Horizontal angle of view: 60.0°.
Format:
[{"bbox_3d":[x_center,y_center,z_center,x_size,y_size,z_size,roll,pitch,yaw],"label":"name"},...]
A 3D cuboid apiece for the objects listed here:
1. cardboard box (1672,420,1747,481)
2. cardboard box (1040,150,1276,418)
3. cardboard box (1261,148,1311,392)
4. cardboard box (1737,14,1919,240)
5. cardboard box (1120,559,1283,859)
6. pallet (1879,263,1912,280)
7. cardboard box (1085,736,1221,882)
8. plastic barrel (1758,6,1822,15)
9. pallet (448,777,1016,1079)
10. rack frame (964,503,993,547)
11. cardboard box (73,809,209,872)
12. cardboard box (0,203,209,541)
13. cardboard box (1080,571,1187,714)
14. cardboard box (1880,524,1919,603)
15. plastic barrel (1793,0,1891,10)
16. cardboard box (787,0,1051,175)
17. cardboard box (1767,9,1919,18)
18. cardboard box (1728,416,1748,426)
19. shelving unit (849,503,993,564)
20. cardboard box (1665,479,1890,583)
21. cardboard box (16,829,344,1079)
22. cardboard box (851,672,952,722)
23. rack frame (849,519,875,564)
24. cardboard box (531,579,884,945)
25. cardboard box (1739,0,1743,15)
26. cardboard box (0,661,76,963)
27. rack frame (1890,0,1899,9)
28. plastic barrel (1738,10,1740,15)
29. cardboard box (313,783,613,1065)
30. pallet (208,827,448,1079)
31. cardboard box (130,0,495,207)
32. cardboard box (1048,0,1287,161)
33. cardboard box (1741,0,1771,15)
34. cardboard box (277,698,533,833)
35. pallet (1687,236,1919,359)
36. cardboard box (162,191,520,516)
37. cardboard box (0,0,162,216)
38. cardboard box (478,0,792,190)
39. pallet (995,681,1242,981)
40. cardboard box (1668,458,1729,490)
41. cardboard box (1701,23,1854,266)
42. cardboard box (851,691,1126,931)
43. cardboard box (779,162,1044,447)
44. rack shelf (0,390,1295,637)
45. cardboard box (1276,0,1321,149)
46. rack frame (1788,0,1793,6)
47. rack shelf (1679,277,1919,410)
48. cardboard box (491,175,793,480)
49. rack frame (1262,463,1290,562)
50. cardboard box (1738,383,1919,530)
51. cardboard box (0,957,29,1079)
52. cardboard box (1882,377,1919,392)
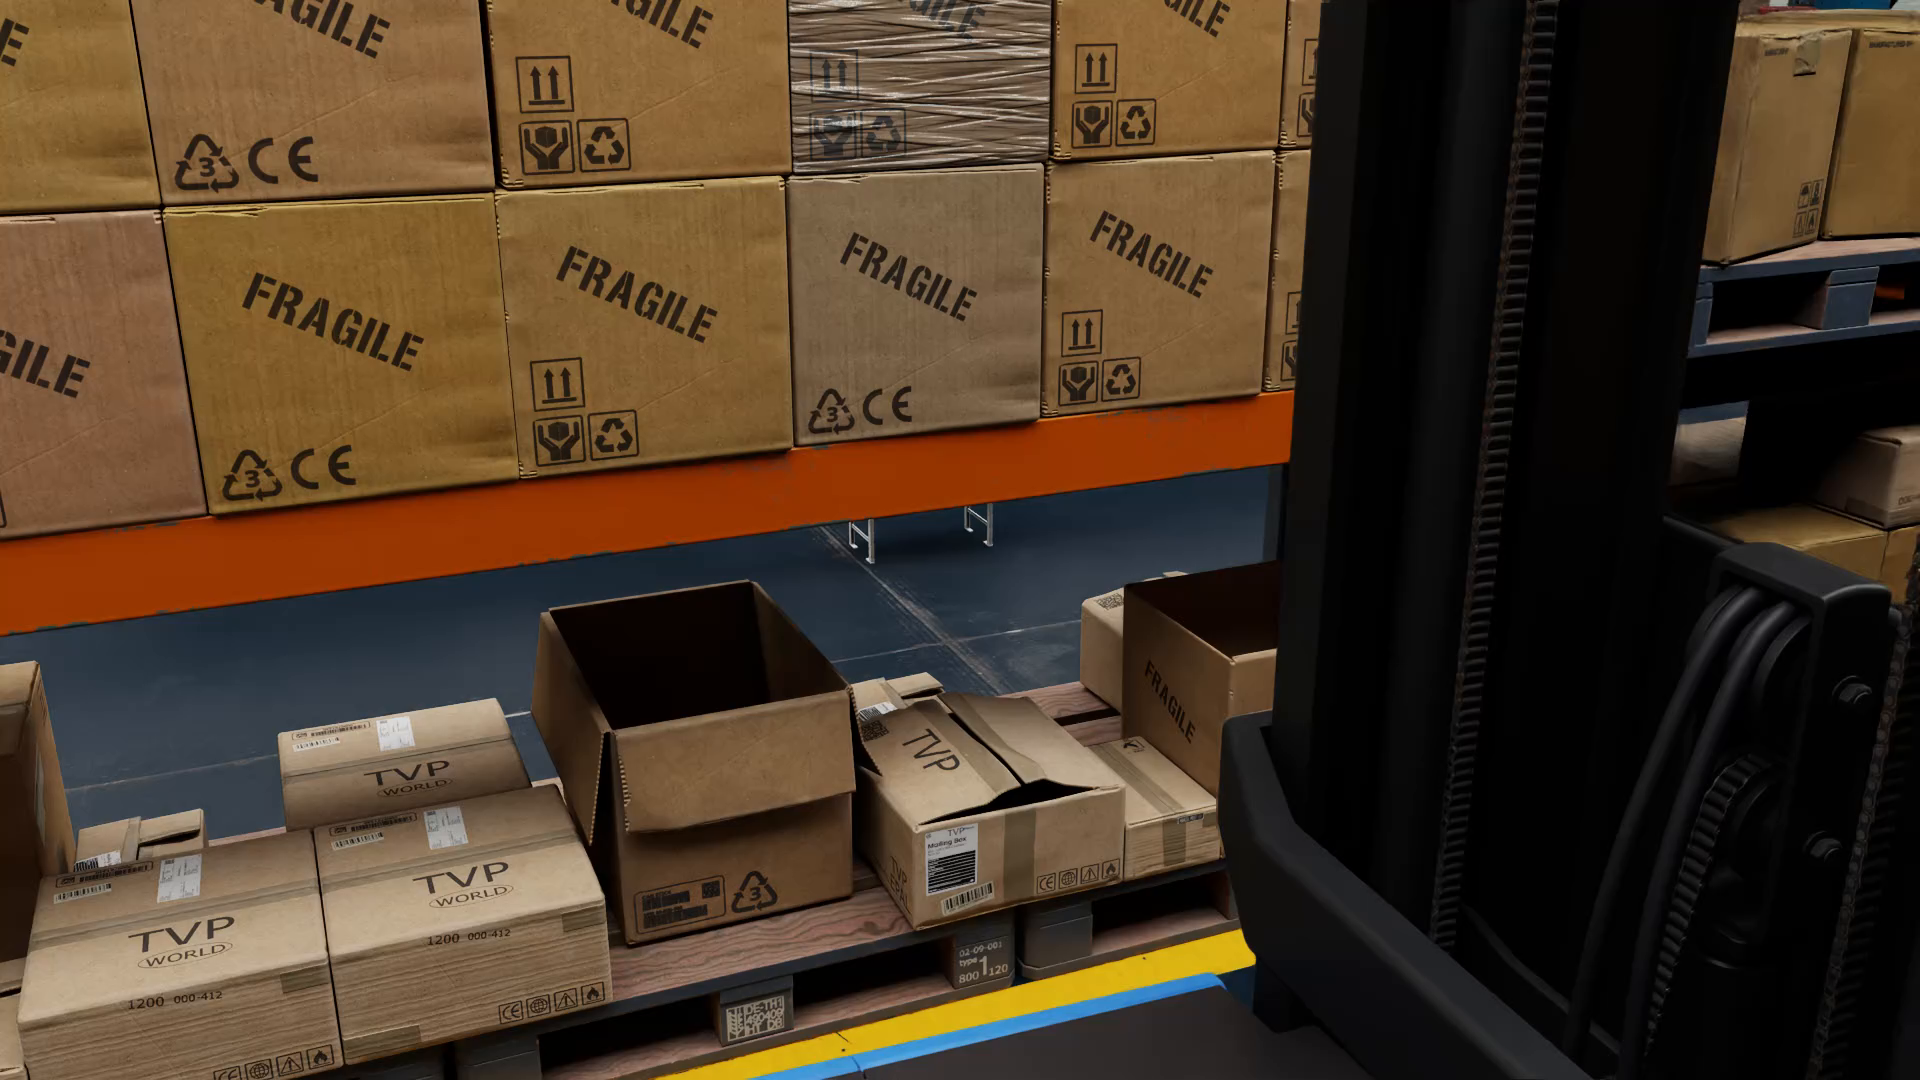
[{"bbox_3d":[2.392,-0.056,5.267,0.500,0.500,0.500,-8,21,-21],"label":"cardboard box"},{"bbox_3d":[0.305,-0.582,3.508,0.500,0.500,0.500,-8,21,-20],"label":"cardboard box"},{"bbox_3d":[0.778,-0.650,3.702,0.500,0.500,0.500,-8,21,-21],"label":"cardboard box"},{"bbox_3d":[2.265,-1.096,4.336,0.500,0.500,0.700,-5,20,-13],"label":"cardboard box"},{"bbox_3d":[0.724,0.386,4.011,0.500,0.500,0.500,-8,21,-22],"label":"cardboard box"},{"bbox_3d":[3.024,-0.926,4.923,1.213,0.211,1.003,-8,21,-22],"label":"pallet"},{"bbox_3d":[0.404,0.619,3.877,0.250,0.149,0.380,-8,21,-22],"label":"cardboard box"},{"bbox_3d":[5.557,-3.316,11.218,0.433,0.535,0.433,0,19,0],"label":"plastic barrel"},{"bbox_3d":[-0.618,0.820,3.876,1.213,0.211,1.003,-8,21,-22],"label":"pallet"},{"bbox_3d":[0.072,-0.576,6.352,0.015,1.200,0.240,-8,21,-22],"label":"rack frame"},{"bbox_3d":[-1.729,0.735,3.520,0.250,0.166,0.380,-8,21,-22],"label":"cardboard box"},{"bbox_3d":[-1.554,-0.316,2.751,0.500,0.500,0.500,-8,21,-22],"label":"cardboard box"},{"bbox_3d":[0.664,0.303,4.532,0.500,0.311,0.500,-8,21,-22],"label":"cardboard box"},{"bbox_3d":[2.623,0.098,4.829,0.500,0.500,0.500,-8,21,-21],"label":"cardboard box"},{"bbox_3d":[6.047,-3.589,11.443,0.708,0.901,0.600,-8,21,-22],"label":"plastic barrel"},{"bbox_3d":[-0.159,-0.986,3.150,0.500,0.500,0.500,-8,21,-21],"label":"cardboard box"},{"bbox_3d":[2.733,-1.244,4.755,0.500,0.500,0.700,-15,24,-36],"label":"cardboard box"},{"bbox_3d":[2.859,-0.124,5.459,0.500,0.500,0.500,-9,21,-24],"label":"cardboard box"},{"bbox_3d":[-0.152,-0.544,6.261,0.503,1.200,0.258,-8,21,-22],"label":"shelving unit"},{"bbox_3d":[2.161,0.161,4.648,0.500,0.500,0.500,-8,21,-21],"label":"cardboard box"},{"bbox_3d":[-1.467,0.818,3.161,0.500,0.250,0.500,-8,21,-22],"label":"cardboard box"},{"bbox_3d":[-0.126,0.488,4.224,0.250,0.166,0.380,-8,21,-22],"label":"cardboard box"},{"bbox_3d":[-0.376,-0.512,6.170,0.015,1.200,0.240,-8,21,-22],"label":"rack frame"},{"bbox_3d":[-0.588,0.472,3.763,0.637,0.503,0.797,-8,21,-22],"label":"cardboard box"},{"bbox_3d":[7.306,-5.368,16.654,0.500,0.500,0.875,-8,21,-22],"label":"cardboard box"},{"bbox_3d":[-2.136,0.604,3.392,0.500,0.500,0.500,-8,21,-22],"label":"cardboard box"},{"bbox_3d":[6.522,-3.311,11.408,0.127,3.000,1.000,-8,21,-22],"label":"rack frame"},{"bbox_3d":[4.883,-3.219,10.944,0.433,0.535,0.433,0,19,0],"label":"plastic barrel"},{"bbox_3d":[-1.008,0.752,3.348,0.500,0.250,0.500,-8,21,-22],"label":"cardboard box"},{"bbox_3d":[-1.736,0.979,3.423,1.213,0.211,1.003,-8,21,-22],"label":"pallet"},{"bbox_3d":[-1.088,-0.853,2.772,0.500,0.500,0.500,-8,21,-21],"label":"cardboard box"},{"bbox_3d":[0.304,-1.052,3.338,0.500,0.500,0.500,-9,21,-23],"label":"cardboard box"},{"bbox_3d":[7.717,-5.471,16.944,0.500,0.500,0.875,-8,21,-22],"label":"cardboard box"},{"bbox_3d":[-1.252,0.606,3.762,0.500,0.250,0.500,-8,21,-22],"label":"cardboard box"},{"bbox_3d":[1.912,-0.728,4.364,1.213,0.211,1.003,-8,21,-22],"label":"pallet"},{"bbox_3d":[-1.092,-0.381,2.936,0.500,0.500,0.500,-8,21,-22],"label":"cardboard box"},{"bbox_3d":[-1.549,-0.789,2.590,0.500,0.500,0.500,-8,21,-21],"label":"cardboard box"},{"bbox_3d":[-0.621,-0.920,2.963,0.500,0.500,0.500,-8,21,-22],"label":"cardboard box"},{"bbox_3d":[0.504,0.658,4.335,1.213,0.211,1.003,-8,21,-22],"label":"pallet"},{"bbox_3d":[1.932,0.010,5.080,0.500,0.500,0.500,-8,21,-22],"label":"cardboard box"},{"bbox_3d":[1.659,-0.987,4.025,0.500,0.500,0.700,-17,26,-40],"label":"cardboard box"},{"bbox_3d":[0.036,0.574,3.762,0.500,0.311,0.500,-8,21,-22],"label":"cardboard box"},{"bbox_3d":[-0.166,-0.514,3.314,0.500,0.500,0.500,-8,21,-21],"label":"cardboard box"},{"bbox_3d":[-0.701,-0.145,3.500,4.000,0.370,1.077,-8,21,-22],"label":"rack shelf"},{"bbox_3d":[0.773,-1.121,3.532,0.500,0.500,0.500,-8,21,-22],"label":"cardboard box"},{"bbox_3d":[8.233,-5.347,17.192,0.127,3.000,1.000,-8,21,-22],"label":"rack frame"},{"bbox_3d":[2.971,-0.671,4.994,4.000,0.370,1.077,-8,21,-22],"label":"rack shelf"},{"bbox_3d":[-0.633,-0.446,3.122,0.500,0.500,0.500,-8,21,-21],"label":"cardboard box"},{"bbox_3d":[1.135,-0.747,4.128,0.127,3.000,1.000,-8,21,-22],"label":"rack frame"},{"bbox_3d":[2.594,-0.250,4.688,0.500,0.250,0.500,-8,21,-22],"label":"cardboard box"},{"bbox_3d":[-1.788,0.925,2.983,0.250,0.166,0.380,-8,21,-22],"label":"cardboard box"},{"bbox_3d":[3.054,-0.316,4.876,0.500,0.250,0.500,-9,21,-23],"label":"cardboard box"}]
